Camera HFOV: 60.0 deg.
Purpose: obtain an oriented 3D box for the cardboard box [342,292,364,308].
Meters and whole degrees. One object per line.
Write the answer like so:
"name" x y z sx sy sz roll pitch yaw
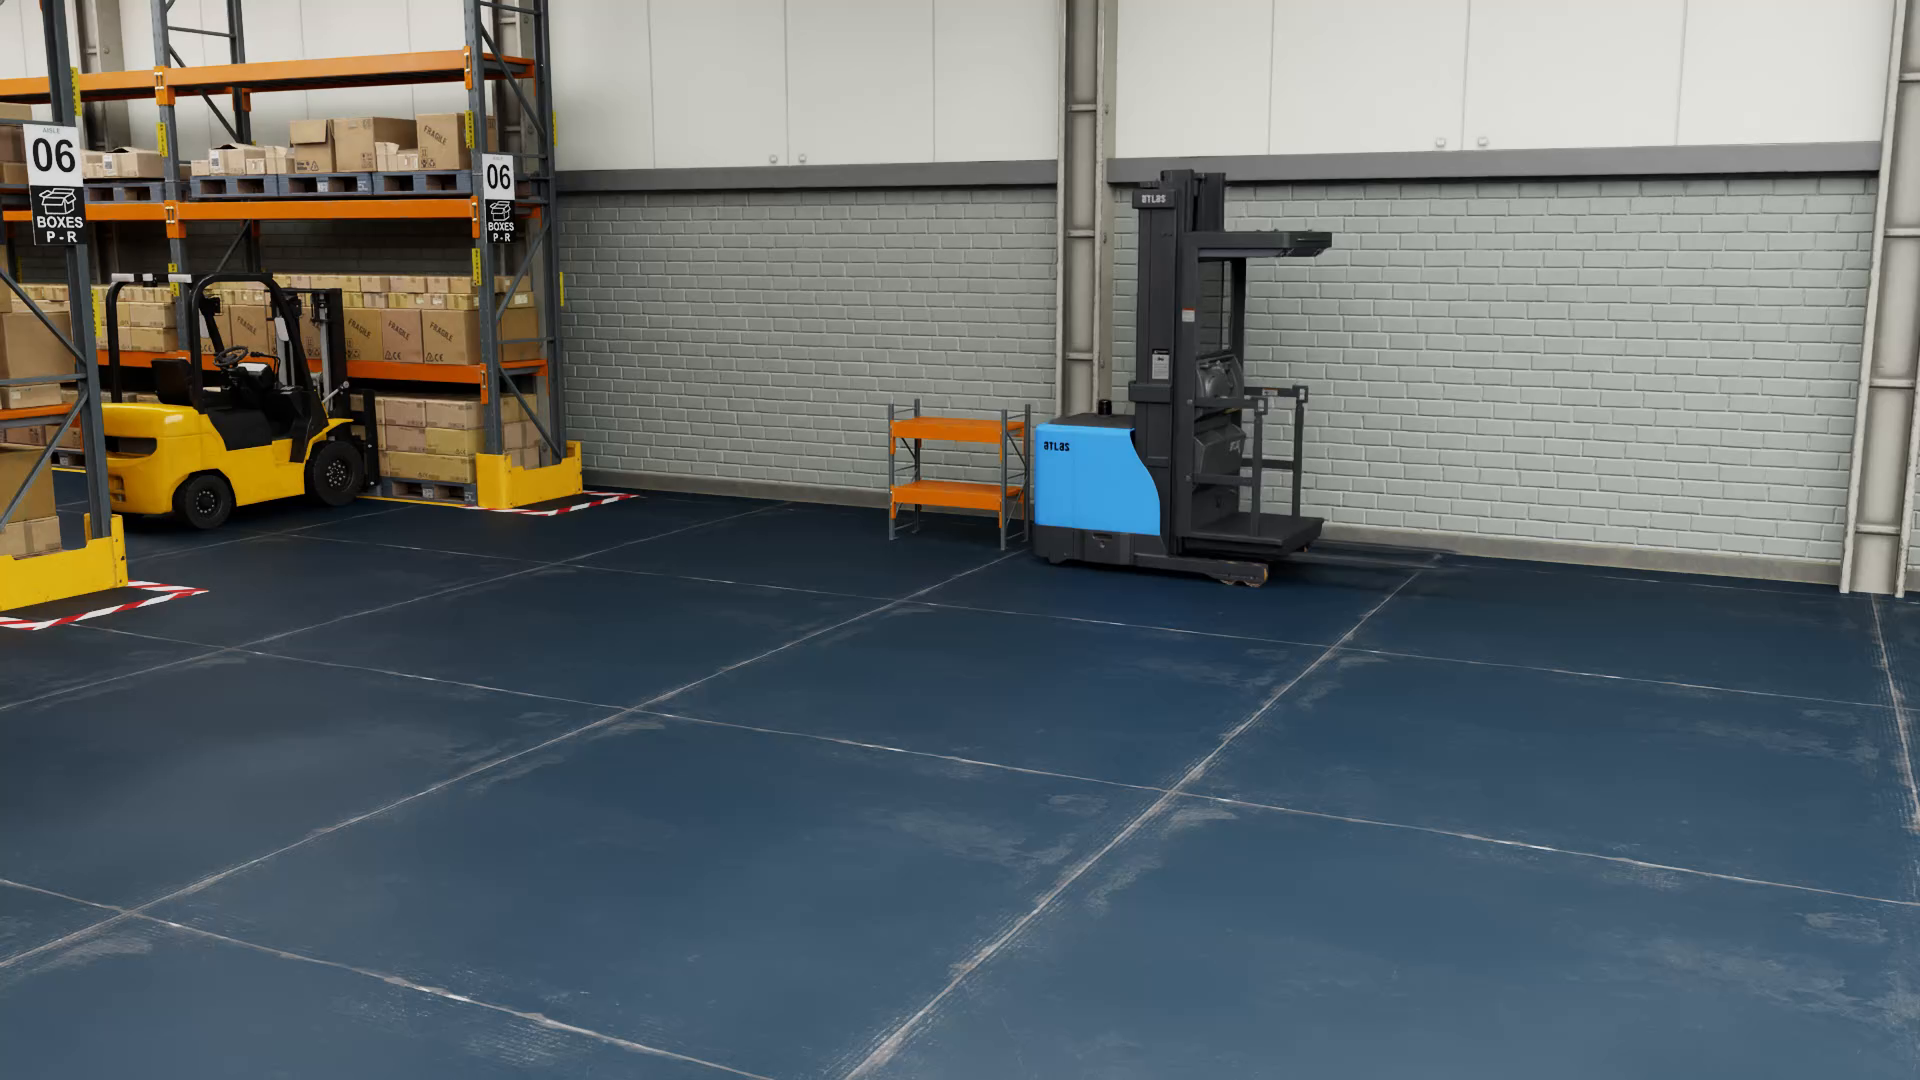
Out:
"cardboard box" -5.701 -2.311 15.976 0.250 0.149 0.380 5 11 26

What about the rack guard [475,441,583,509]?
"rack guard" -4.083 -0.631 15.814 0.348 0.500 1.175 5 11 26

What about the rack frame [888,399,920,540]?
"rack frame" -0.462 -0.594 13.854 0.032 1.125 0.500 5 11 26

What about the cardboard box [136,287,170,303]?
"cardboard box" -8.336 -2.556 17.326 0.250 0.149 0.380 5 11 25

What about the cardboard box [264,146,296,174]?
"cardboard box" -6.495 -3.679 16.128 0.258 0.266 0.396 5 11 24

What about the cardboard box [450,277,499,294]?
"cardboard box" -4.519 -2.373 15.479 0.250 0.149 0.380 5 11 26

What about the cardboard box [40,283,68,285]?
"cardboard box" -10.157 -2.828 18.829 0.250 0.149 0.380 5 11 25

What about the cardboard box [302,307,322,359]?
"cardboard box" -6.039 -2.030 16.242 0.500 0.500 0.500 5 11 26

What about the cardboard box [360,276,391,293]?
"cardboard box" -5.474 -2.438 15.839 0.250 0.149 0.380 5 12 27

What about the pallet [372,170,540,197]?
"pallet" -4.727 -3.356 15.674 1.213 0.211 1.003 5 11 26

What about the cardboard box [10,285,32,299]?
"cardboard box" -10.163 -2.719 18.230 0.250 0.149 0.380 5 11 26

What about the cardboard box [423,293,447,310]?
"cardboard box" -4.782 -2.230 15.524 0.250 0.149 0.380 5 12 27

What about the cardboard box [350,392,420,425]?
"cardboard box" -5.573 -1.273 16.074 0.500 0.250 0.500 5 11 27

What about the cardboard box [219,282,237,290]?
"cardboard box" -7.255 -2.617 16.832 0.250 0.149 0.380 5 11 27

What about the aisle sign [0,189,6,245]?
"aisle sign" -6.370 -2.298 10.706 0.004 0.787 0.394 5 11 26

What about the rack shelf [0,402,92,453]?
"rack shelf" -8.091 -0.874 12.155 4.000 0.370 1.077 5 11 26

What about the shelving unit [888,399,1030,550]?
"shelving unit" -0.006 -0.554 13.633 1.048 1.125 0.538 5 11 26

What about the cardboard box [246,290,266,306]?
"cardboard box" -6.855 -2.412 16.533 0.250 0.149 0.380 5 12 27

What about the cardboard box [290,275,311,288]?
"cardboard box" -6.347 -2.532 16.359 0.250 0.149 0.380 5 11 26

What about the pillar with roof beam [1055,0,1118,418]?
"pillar with roof beam" -0.854 -3.854 9.755 0.400 9.000 9.100 5 11 26

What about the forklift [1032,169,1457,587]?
"forklift" 2.098 -1.213 12.200 3.031 2.935 1.130 5 12 28

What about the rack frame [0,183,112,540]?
"rack frame" -6.297 -1.070 11.220 0.127 3.000 1.000 5 11 26

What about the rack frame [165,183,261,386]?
"rack frame" -7.692 -2.178 17.344 0.127 3.000 1.000 5 11 26

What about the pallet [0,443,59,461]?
"pallet" -10.558 -1.050 18.941 1.213 0.211 1.003 5 11 26

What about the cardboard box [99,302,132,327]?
"cardboard box" -8.710 -2.388 17.519 0.500 0.250 0.500 5 11 24

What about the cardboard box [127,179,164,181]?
"cardboard box" -8.644 -3.885 17.599 0.250 0.149 0.380 5 11 26

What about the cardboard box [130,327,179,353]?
"cardboard box" -8.259 -2.103 17.346 0.500 0.250 0.500 5 12 27

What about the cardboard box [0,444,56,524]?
"cardboard box" -6.920 -0.402 11.966 0.500 0.500 0.500 5 11 24

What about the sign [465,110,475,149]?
"sign" -4.357 -3.650 14.791 0.005 0.325 0.100 5 11 26

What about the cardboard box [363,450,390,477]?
"cardboard box" -5.552 -0.785 16.186 0.500 0.250 0.500 5 11 26

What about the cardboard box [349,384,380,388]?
"cardboard box" -6.256 -1.437 16.979 0.500 0.250 0.500 5 11 26

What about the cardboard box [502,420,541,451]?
"cardboard box" -4.434 -1.033 16.153 0.500 0.250 0.500 5 12 27

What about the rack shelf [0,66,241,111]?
"rack shelf" -9.485 -4.737 17.780 4.000 0.370 1.077 5 11 26

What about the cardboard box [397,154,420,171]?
"cardboard box" -4.982 -3.488 15.404 0.250 0.149 0.380 5 11 24

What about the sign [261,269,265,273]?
"sign" -7.447 -2.732 17.750 0.005 0.325 0.100 5 11 26

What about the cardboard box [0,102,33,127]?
"cardboard box" -6.526 -2.876 11.239 0.250 0.149 0.380 5 11 25

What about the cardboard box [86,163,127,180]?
"cardboard box" -8.812 -3.825 17.264 0.250 0.149 0.380 5 11 26

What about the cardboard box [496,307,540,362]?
"cardboard box" -4.426 -1.996 16.054 0.500 0.500 0.500 5 12 28

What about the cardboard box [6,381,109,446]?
"cardboard box" -10.136 -1.430 18.698 0.625 0.625 0.875 5 12 28

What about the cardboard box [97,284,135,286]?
"cardboard box" -9.259 -2.736 18.325 0.250 0.149 0.380 5 11 26

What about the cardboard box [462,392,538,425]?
"cardboard box" -4.452 -1.277 16.097 0.500 0.250 0.500 5 11 25

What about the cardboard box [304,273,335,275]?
"cardboard box" -6.570 -2.661 17.075 0.250 0.149 0.380 5 11 25

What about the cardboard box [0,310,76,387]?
"cardboard box" -6.599 -1.347 11.636 0.500 0.500 0.500 5 11 25

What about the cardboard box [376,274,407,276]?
"cardboard box" -5.686 -2.565 16.543 0.250 0.149 0.380 5 11 26
